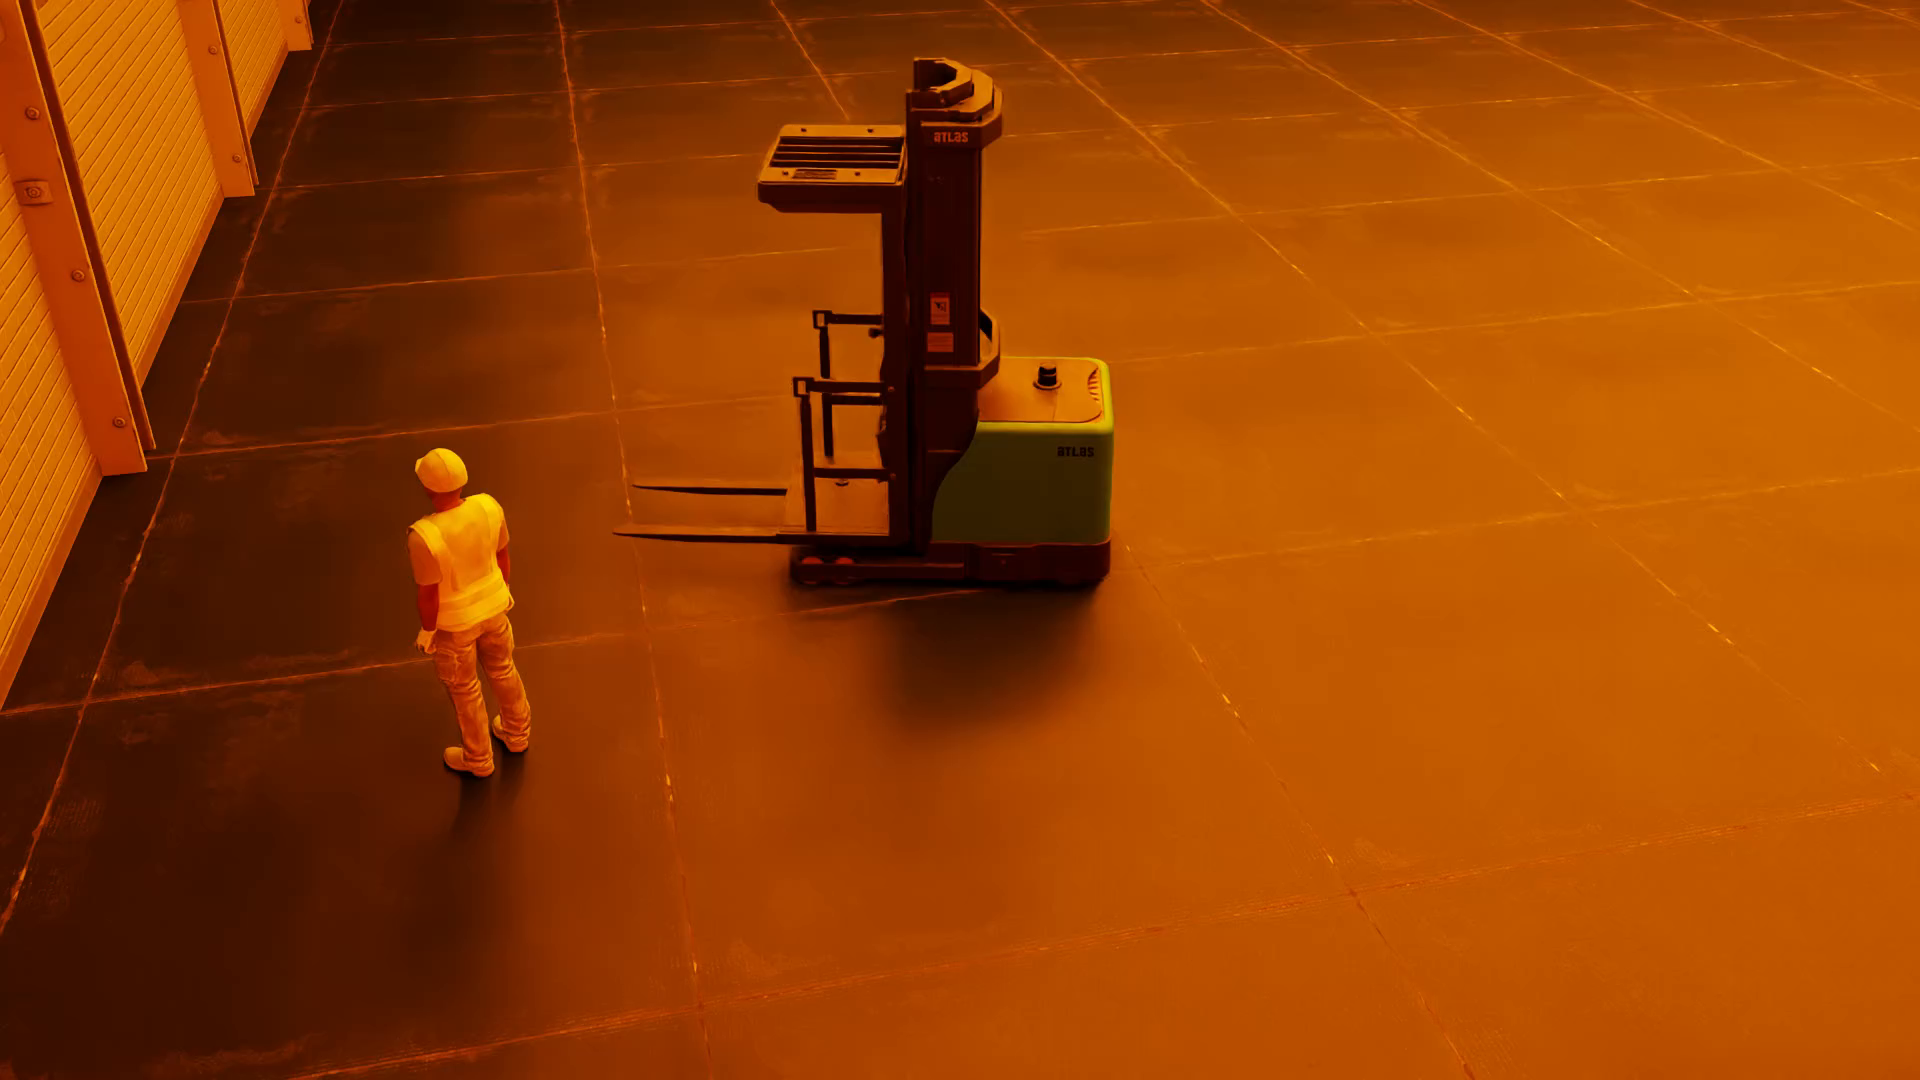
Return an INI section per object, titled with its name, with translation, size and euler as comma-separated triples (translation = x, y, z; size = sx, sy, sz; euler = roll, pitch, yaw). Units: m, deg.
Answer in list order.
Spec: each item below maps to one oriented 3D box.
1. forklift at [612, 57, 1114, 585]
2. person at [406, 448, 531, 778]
[forklift]
translation = -0.599, -1.259, 9.749
size = 3.031, 2.935, 1.130
euler = 1, 30, 2
[person]
translation = -2.429, 0.348, 8.118
size = 0.385, 1.789, 0.542
euler = 21, 36, 32
